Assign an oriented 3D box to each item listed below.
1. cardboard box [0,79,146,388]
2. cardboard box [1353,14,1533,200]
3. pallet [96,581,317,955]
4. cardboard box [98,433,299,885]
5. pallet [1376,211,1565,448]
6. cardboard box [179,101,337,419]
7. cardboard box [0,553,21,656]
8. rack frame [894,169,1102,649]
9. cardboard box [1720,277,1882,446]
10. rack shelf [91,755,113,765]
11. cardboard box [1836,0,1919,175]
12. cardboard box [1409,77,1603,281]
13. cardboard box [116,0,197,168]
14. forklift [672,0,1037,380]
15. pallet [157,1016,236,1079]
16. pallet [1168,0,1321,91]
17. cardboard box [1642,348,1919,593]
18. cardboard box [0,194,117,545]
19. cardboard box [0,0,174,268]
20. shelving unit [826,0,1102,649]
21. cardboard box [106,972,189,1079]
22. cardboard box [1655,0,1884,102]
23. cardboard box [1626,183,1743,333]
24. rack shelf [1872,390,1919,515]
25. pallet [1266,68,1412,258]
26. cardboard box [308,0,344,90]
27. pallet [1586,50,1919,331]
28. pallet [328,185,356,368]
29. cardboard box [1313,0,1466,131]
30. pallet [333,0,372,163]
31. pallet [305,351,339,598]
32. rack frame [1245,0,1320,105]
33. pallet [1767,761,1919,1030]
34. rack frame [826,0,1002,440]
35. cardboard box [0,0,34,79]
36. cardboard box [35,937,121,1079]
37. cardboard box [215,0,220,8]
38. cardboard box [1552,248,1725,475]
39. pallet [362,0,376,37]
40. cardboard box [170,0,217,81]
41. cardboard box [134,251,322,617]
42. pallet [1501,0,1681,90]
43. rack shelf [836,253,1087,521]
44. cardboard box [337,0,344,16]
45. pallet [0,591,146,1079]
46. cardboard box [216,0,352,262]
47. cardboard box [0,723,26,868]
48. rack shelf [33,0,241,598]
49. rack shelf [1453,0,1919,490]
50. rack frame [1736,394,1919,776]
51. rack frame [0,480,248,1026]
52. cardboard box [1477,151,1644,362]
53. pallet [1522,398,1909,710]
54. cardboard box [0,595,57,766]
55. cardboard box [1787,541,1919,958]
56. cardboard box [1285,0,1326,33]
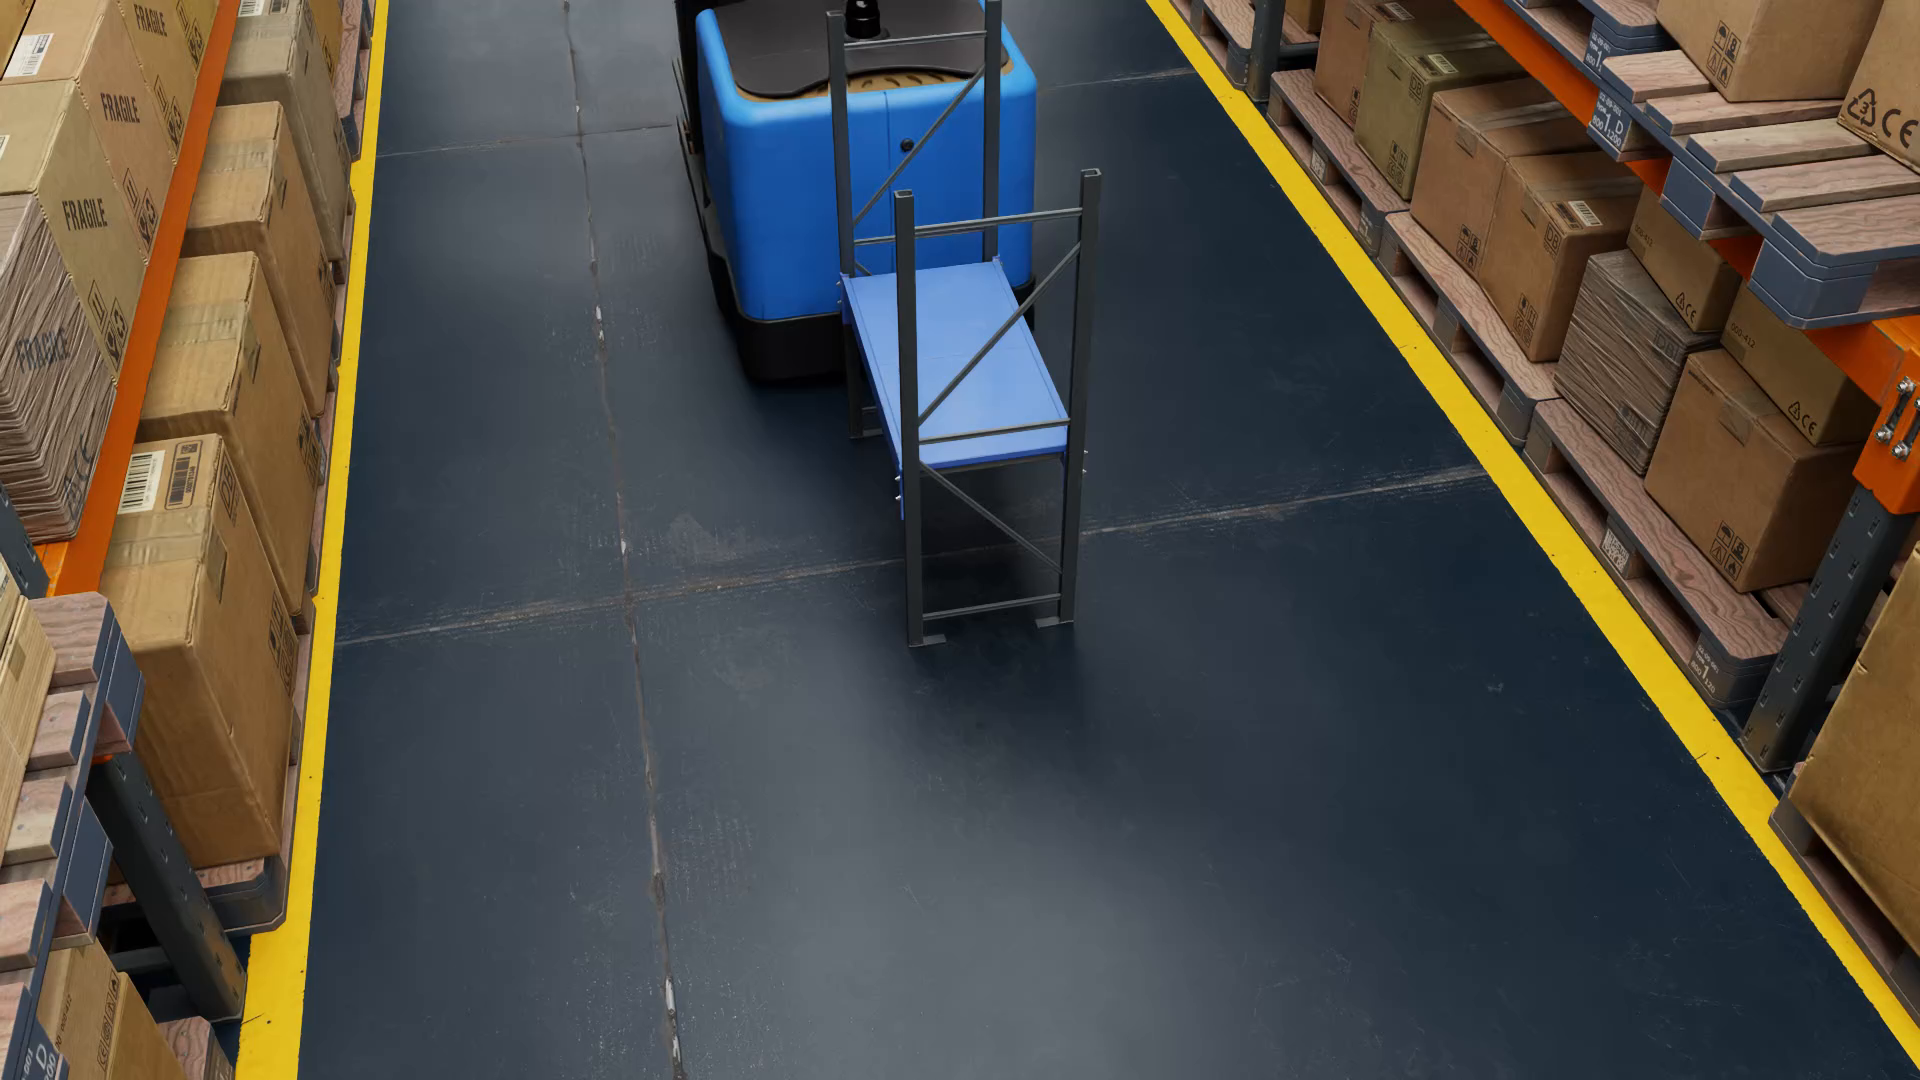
[{"bbox_3d":[-2.155,-0.642,3.639,0.500,0.500,0.500,-9,42,-10],"label":"cardboard box"},{"bbox_3d":[1.988,-1.701,6.458,0.700,0.500,0.500,-9,42,-10],"label":"cardboard box"},{"bbox_3d":[-2.306,0.575,4.443,1.003,0.211,1.213,-8,42,-9],"label":"pallet"},{"bbox_3d":[-2.253,0.331,3.996,1.050,0.750,0.750,-9,42,-10],"label":"cardboard box"},{"bbox_3d":[2.229,-0.844,6.042,1.003,0.211,1.213,-8,42,-9],"label":"pallet"},{"bbox_3d":[-2.646,-0.839,5.314,1.050,0.750,0.750,-8,42,-9],"label":"cardboard box"},{"bbox_3d":[-1.658,0.135,2.488,0.380,0.149,0.250,-8,42,-8],"label":"cardboard box"},{"bbox_3d":[0.091,-0.287,4.443,0.500,1.500,0.032,-8,42,-9],"label":"rack frame"},{"bbox_3d":[2.482,-0.531,4.576,0.500,0.250,0.500,-7,42,-8],"label":"cardboard box"},{"bbox_3d":[-1.777,1.619,1.708,1.077,0.370,4.000,-8,42,-9],"label":"rack shelf"},{"bbox_3d":[2.500,-1.130,3.872,0.500,0.500,0.500,-13,43,-15],"label":"cardboard box"},{"bbox_3d":[2.110,-1.338,6.049,0.700,0.500,0.500,-12,43,-13],"label":"cardboard box"},{"bbox_3d":[-2.369,-1.292,4.371,0.500,0.500,0.500,-9,42,-10],"label":"cardboard box"},{"bbox_3d":[-0.576,-2.641,6.017,1.130,2.935,3.031,-9,42,-10],"label":"forklift"},{"bbox_3d":[-2.042,1.604,3.284,1.003,0.211,1.213,-8,42,-9],"label":"pallet"},{"bbox_3d":[1.613,-2.571,7.988,1.003,0.211,1.213,-8,42,-9],"label":"pallet"},{"bbox_3d":[2.492,-0.252,4.826,0.700,0.500,0.500,-10,43,-12],"label":"cardboard box"},{"bbox_3d":[-2.042,-0.313,3.268,0.500,0.500,0.500,-8,42,-9],"label":"cardboard box"},{"bbox_3d":[-2.263,-0.969,4.007,0.500,0.500,0.500,-8,42,-9],"label":"cardboard box"},{"bbox_3d":[-0.018,-0.616,4.814,0.538,1.500,1.048,-8,42,-9],"label":"shelving unit"},{"bbox_3d":[-1.812,1.221,3.182,0.500,0.500,0.500,-9,42,-9],"label":"cardboard box"},{"bbox_3d":[2.282,-1.477,4.263,0.700,0.500,0.500,-3,42,-3],"label":"cardboard box"},{"bbox_3d":[2.357,-0.874,4.961,0.500,0.250,0.500,-4,42,-4],"label":"cardboard box"},{"bbox_3d":[3.087,0.974,2.435,1.077,0.370,4.000,-8,42,-9],"label":"rack shelf"},{"bbox_3d":[1.962,-1.637,6.935,1.003,0.211,1.213,-8,42,-9],"label":"pallet"},{"bbox_3d":[-3.140,-2.319,6.887,0.875,0.875,0.875,-8,42,-9],"label":"cardboard box"},{"bbox_3d":[2.398,-0.966,4.223,1.213,0.211,1.003,-8,42,-9],"label":"pallet"},{"bbox_3d":[-2.832,-1.007,6.225,1.003,0.211,1.213,-8,42,-9],"label":"pallet"},{"bbox_3d":[1.904,-2.013,6.809,0.700,0.500,0.500,-11,43,-13],"label":"cardboard box"},{"bbox_3d":[-3.160,-2.000,7.344,1.003,0.211,1.213,-8,42,-9],"label":"pallet"},{"bbox_3d":[-2.566,-0.214,5.332,1.003,0.211,1.213,-8,42,-9],"label":"pallet"},{"bbox_3d":[1.792,-3.184,6.577,1.000,3.000,0.127,-8,42,-9],"label":"rack frame"},{"bbox_3d":[2.752,0.974,3.994,1.003,0.211,1.213,-8,42,-9],"label":"pallet"},{"bbox_3d":[-0.128,-0.946,5.186,0.500,1.500,0.032,-8,42,-9],"label":"rack frame"},{"bbox_3d":[-2.520,-1.310,3.637,0.700,0.500,0.500,-9,42,-10],"label":"cardboard box"},{"bbox_3d":[-1.806,0.957,2.914,0.500,0.250,0.500,-9,42,-10],"label":"cardboard box"},{"bbox_3d":[-2.590,-1.949,5.110,0.500,0.500,0.500,-9,42,-10],"label":"cardboard box"},{"bbox_3d":[2.359,-0.610,5.229,0.700,0.500,0.500,-12,43,-13],"label":"cardboard box"},{"bbox_3d":[-3.427,-2.792,8.237,1.003,0.211,1.213,-8,42,-9],"label":"pallet"},{"bbox_3d":[-2.481,-1.621,4.741,0.500,0.500,0.500,-8,42,-9],"label":"cardboard box"},{"bbox_3d":[-2.445,-0.235,4.634,1.050,0.750,0.750,-8,42,-9],"label":"cardboard box"},{"bbox_3d":[2.188,-1.797,5.159,1.003,0.211,1.213,-8,42,-9],"label":"pallet"},{"bbox_3d":[-0.018,-0.482,4.934,0.538,0.185,1.000,-8,42,-9],"label":"rack shelf"},{"bbox_3d":[-3.338,-2.903,7.545,0.875,0.875,0.875,-8,42,-9],"label":"cardboard box"},{"bbox_3d":[-1.951,0.572,2.490,1.213,0.211,1.003,-8,42,-9],"label":"pallet"},{"bbox_3d":[-2.851,-1.465,6.019,1.050,0.750,0.750,-9,42,-10],"label":"cardboard box"},{"bbox_3d":[-1.602,0.406,2.406,0.380,0.149,0.250,-8,42,-9],"label":"cardboard box"},{"bbox_3d":[-2.641,-0.973,4.629,1.077,0.370,4.000,-8,42,-9],"label":"rack shelf"},{"bbox_3d":[2.224,-1.619,5.356,1.077,0.370,4.000,-8,42,-9],"label":"rack shelf"},{"bbox_3d":[2.656,-0.591,3.656,1.000,3.000,0.127,-8,42,-9],"label":"rack frame"},{"bbox_3d":[-2.209,0.054,2.930,1.000,3.000,0.127,-8,42,-9],"label":"rack frame"},{"bbox_3d":[2.230,-0.977,5.642,0.700,0.500,0.500,-5,42,-6],"label":"cardboard box"},{"bbox_3d":[2.489,-0.055,5.153,1.003,0.211,1.213,-8,42,-9],"label":"pallet"},{"bbox_3d":[-1.654,0.245,2.588,0.380,0.149,0.250,-8,42,-9],"label":"cardboard box"},{"bbox_3d":[2.784,0.497,3.715,1.225,0.875,0.875,-10,43,-11],"label":"cardboard box"},{"bbox_3d":[1.745,-2.671,7.566,0.500,0.500,0.500,-10,42,-11],"label":"cardboard box"}]
